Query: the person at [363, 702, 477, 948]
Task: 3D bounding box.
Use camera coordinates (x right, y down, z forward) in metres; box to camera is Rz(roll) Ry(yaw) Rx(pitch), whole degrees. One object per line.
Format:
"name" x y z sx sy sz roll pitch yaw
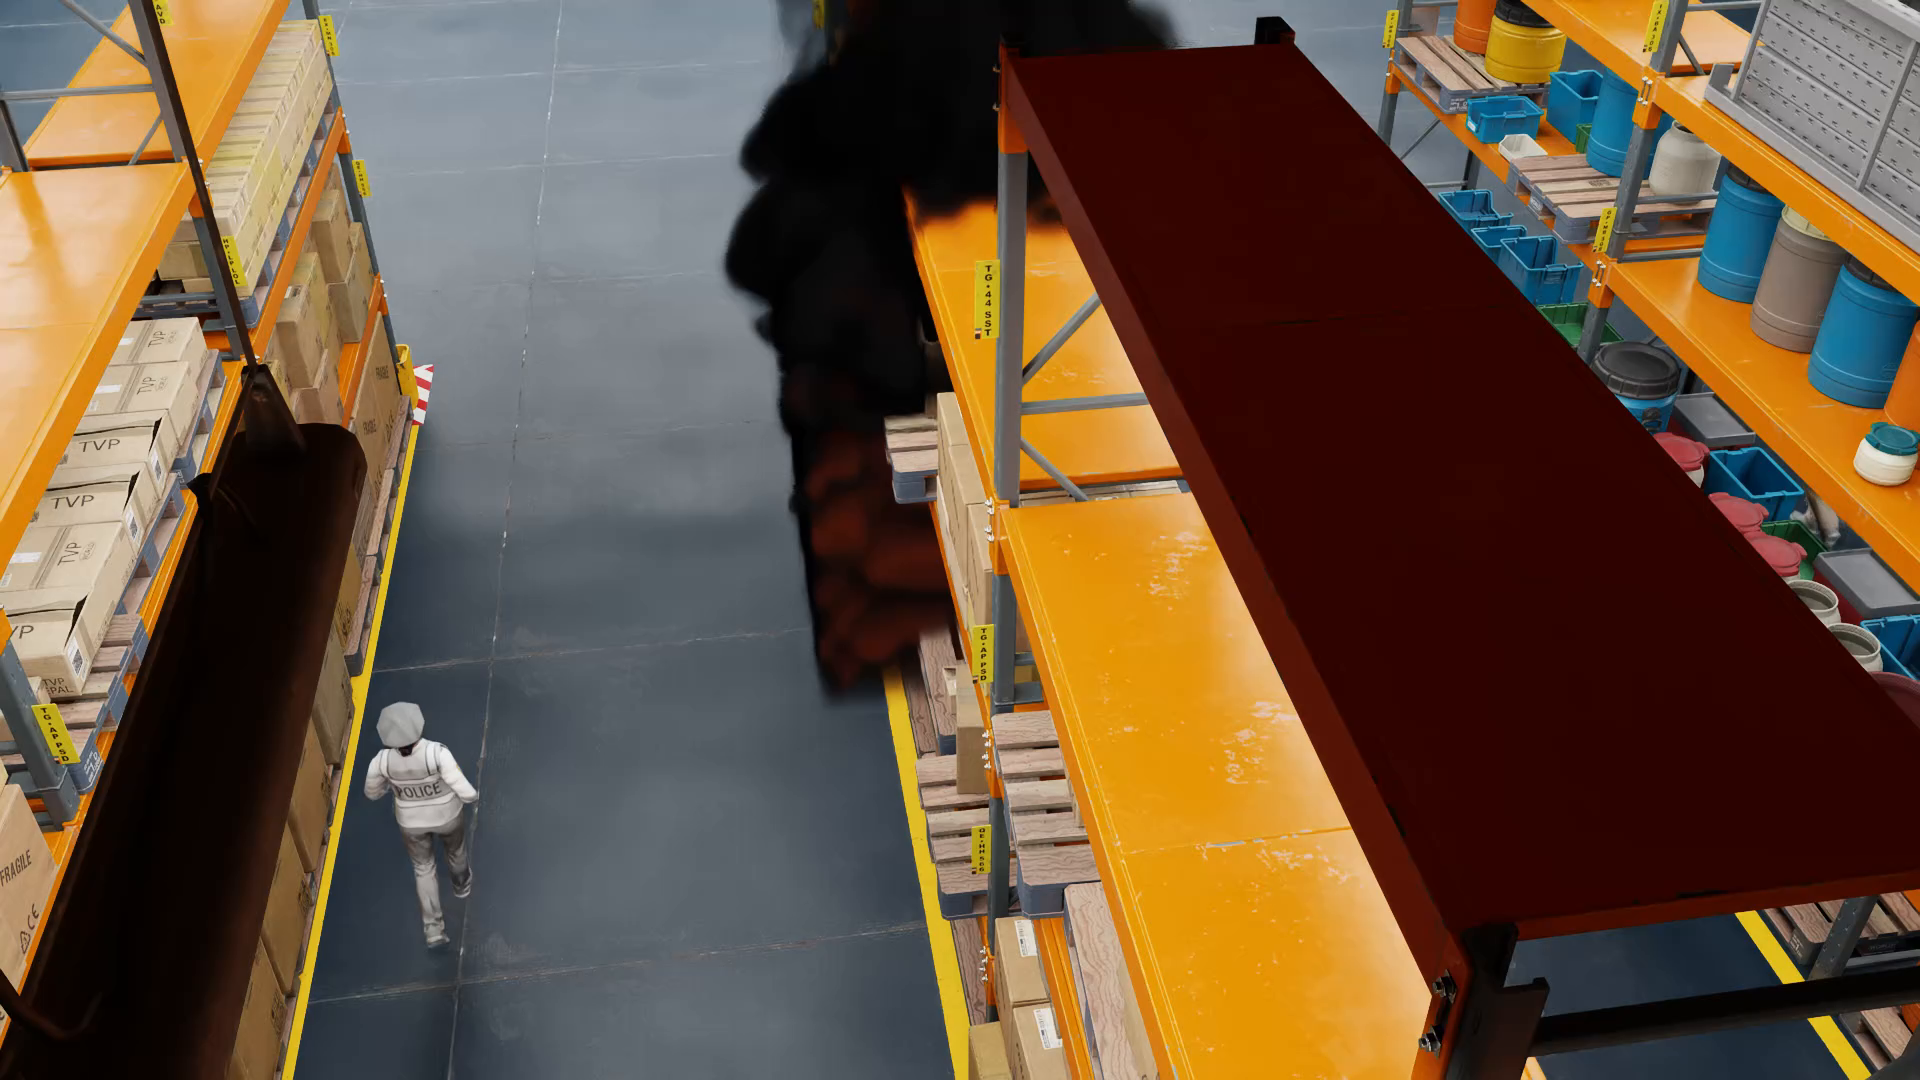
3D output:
"person" -3.006 1.549 9.436 0.626 1.687 0.762 -6 37 -8

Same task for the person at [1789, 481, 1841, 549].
"person" 6.671 -0.701 12.514 0.646 1.708 0.667 -4 36 -5
